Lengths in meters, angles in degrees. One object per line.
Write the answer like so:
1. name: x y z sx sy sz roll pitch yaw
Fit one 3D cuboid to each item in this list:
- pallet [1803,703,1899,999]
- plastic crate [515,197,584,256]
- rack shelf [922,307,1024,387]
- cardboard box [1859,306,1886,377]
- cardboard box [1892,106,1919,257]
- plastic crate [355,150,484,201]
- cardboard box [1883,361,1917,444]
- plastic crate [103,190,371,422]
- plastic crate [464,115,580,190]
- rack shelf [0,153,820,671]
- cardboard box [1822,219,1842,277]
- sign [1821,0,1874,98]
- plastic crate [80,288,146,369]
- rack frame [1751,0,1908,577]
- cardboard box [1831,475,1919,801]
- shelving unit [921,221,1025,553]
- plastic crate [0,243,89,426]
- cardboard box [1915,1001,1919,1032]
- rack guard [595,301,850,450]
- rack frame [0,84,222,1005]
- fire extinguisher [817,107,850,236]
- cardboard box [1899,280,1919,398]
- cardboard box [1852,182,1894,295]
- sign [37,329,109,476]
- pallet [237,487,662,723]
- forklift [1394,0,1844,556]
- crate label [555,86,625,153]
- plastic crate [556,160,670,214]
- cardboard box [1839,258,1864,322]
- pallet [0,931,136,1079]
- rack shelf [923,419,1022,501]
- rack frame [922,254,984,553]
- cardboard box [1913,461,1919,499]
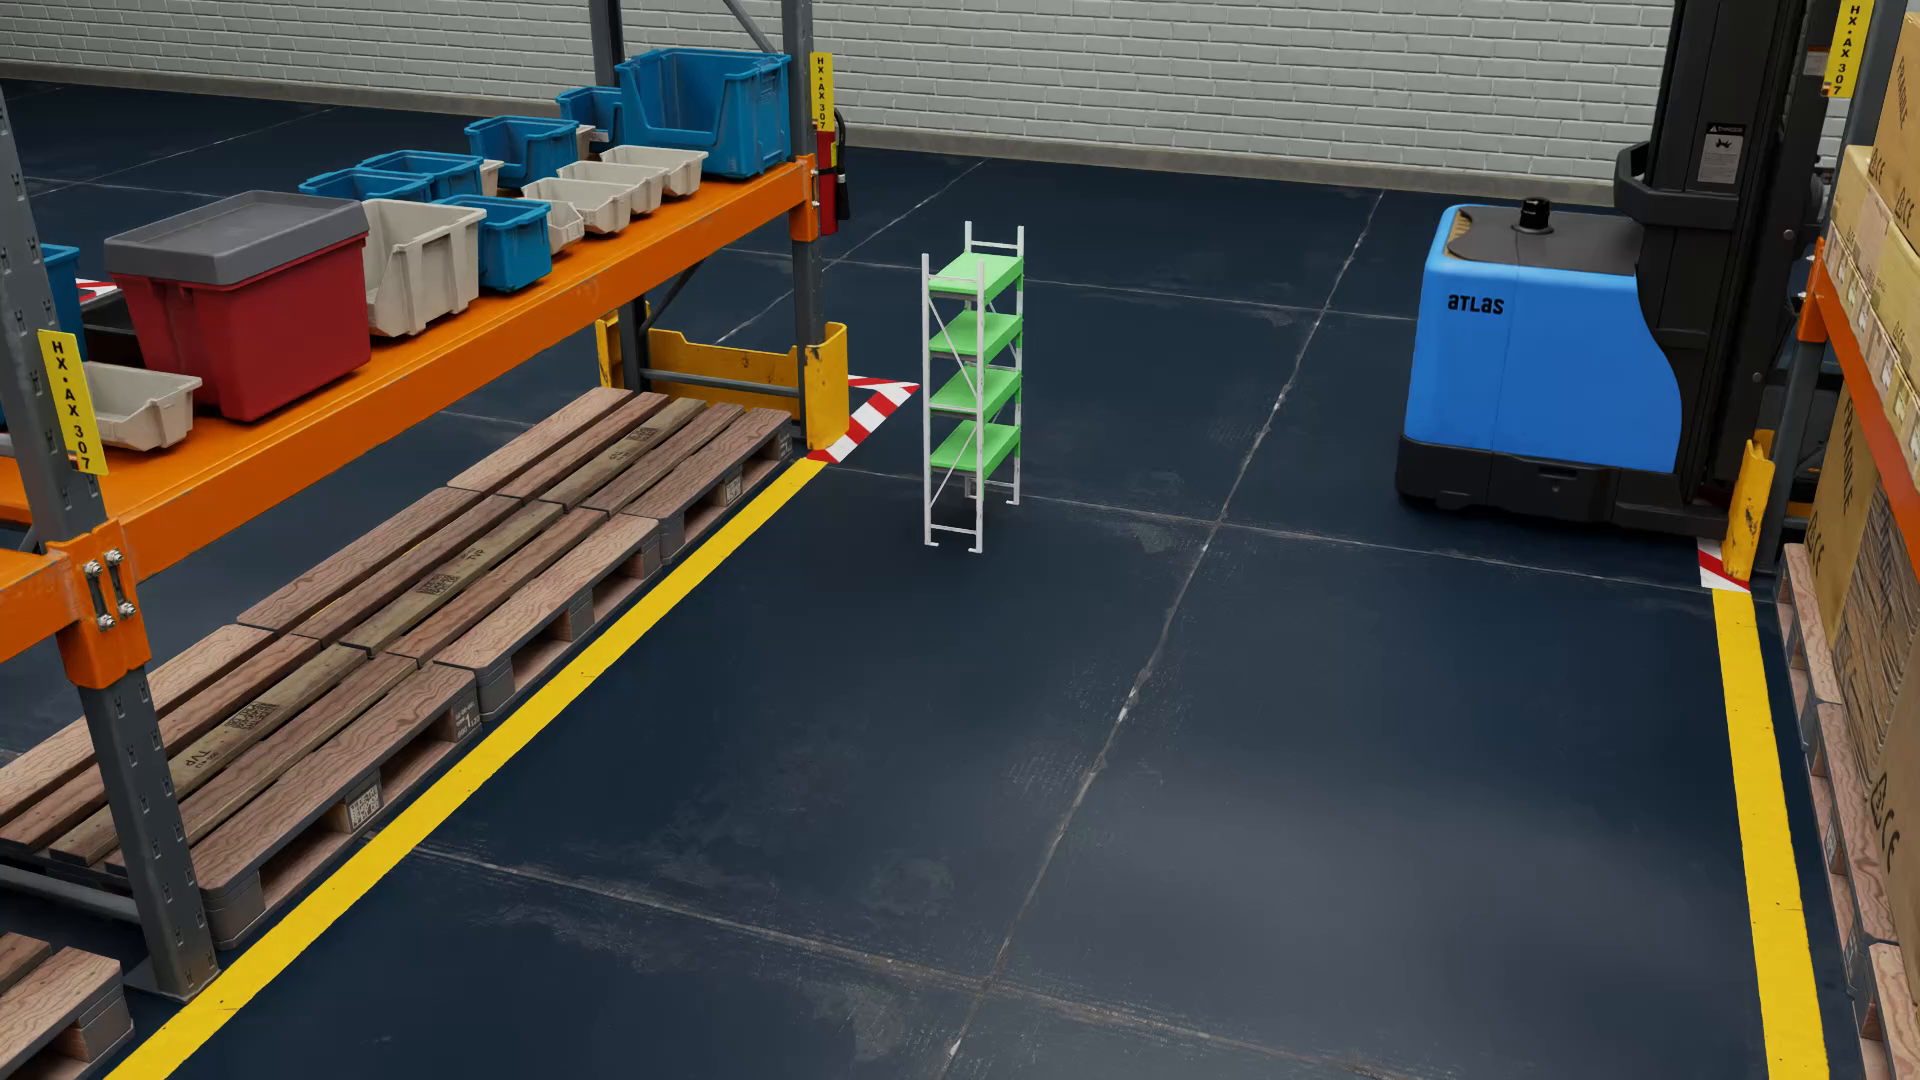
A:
1. pallet: 2.964 0.918 4.612 1.003 0.211 1.213 9 27 17
2. plastic crate: -1.468 -1.083 5.778 0.298 0.136 0.250 9 27 17
3. rack shelf: 0.055 -0.767 6.552 0.258 0.148 0.480 9 27 17
4. cardboard box: 2.794 -0.543 4.718 0.380 0.149 0.250 8 27 16
5. cardboard box: 2.816 -1.003 4.350 0.500 0.500 0.500 8 27 16
6. plastic crate: -1.938 -1.252 6.017 0.416 0.233 0.300 9 27 17
7. cardboard box: 2.624 -0.333 4.285 0.380 0.149 0.250 8 27 16
8. plastic crate: -1.904 -0.638 4.482 0.402 0.464 0.583 9 27 17
9. plastic crate: -1.718 -1.522 6.575 0.416 0.233 0.300 9 27 17
10. rack shelf: -1.772 -0.749 5.681 1.077 0.370 4.000 9 27 17
11. cardboard box: 3.135 -0.966 5.591 0.380 0.149 0.250 9 27 18
12. sign: 3.043 -1.685 5.704 0.100 0.325 0.005 9 27 17
13. plastic crate: -2.319 -0.653 4.904 0.437 0.125 0.590 9 27 17
14. rack frame: 3.564 -1.177 5.738 1.000 3.000 0.127 9 27 17
15. cardboard box: 3.124 0.239 4.770 0.875 0.875 0.875 9 27 17
16. shelving unit: 0.055 -0.608 6.629 0.258 1.200 0.503 9 27 17
17. plastic crate: -2.604 -0.512 4.316 0.392 0.384 0.575 9 27 17
18. cardboard box: 2.528 0.975 3.251 0.875 0.875 0.875 9 27 17
19. rack guard: -1.111 -0.782 7.791 1.175 0.500 0.348 9 27 17
20. rack frame: -2.438 -0.251 3.827 1.000 3.000 0.127 9 27 17
21. fire extinguisher: -0.628 -1.688 7.312 0.296 0.674 0.183 9 27 17
22. cardboard box: 2.644 -0.449 4.067 0.500 0.250 0.500 8 27 16
23. cardboard box: 2.983 -0.870 4.936 0.500 0.250 0.500 8 27 17
24. sign: -1.920 -0.295 3.600 0.100 0.325 0.005 9 27 17
25. pallet: -1.825 0.193 6.109 1.003 0.211 1.213 9 27 17
26. forklift: 3.417 -1.446 6.372 3.031 2.935 1.130 9 27 17
27. crate label: -1.499 -1.793 7.134 0.416 0.233 0.303 9 27 17
28. plastic crate: -1.317 -1.325 6.278 0.396 0.136 0.243 9 27 17
29. cardboard box: 2.966 -0.755 5.155 0.380 0.149 0.250 8 27 16
30. pallet: -2.734 1.315 3.792 1.003 0.211 1.213 9 27 17
31. rack shelf: 0.055 -0.335 6.761 0.258 0.148 0.480 9 27 17
32. rack frame: -0.026 -0.508 6.422 0.240 1.200 0.015 9 27 17
33. cardboard box: 2.453 -0.121 3.846 0.380 0.149 0.250 8 27 17
